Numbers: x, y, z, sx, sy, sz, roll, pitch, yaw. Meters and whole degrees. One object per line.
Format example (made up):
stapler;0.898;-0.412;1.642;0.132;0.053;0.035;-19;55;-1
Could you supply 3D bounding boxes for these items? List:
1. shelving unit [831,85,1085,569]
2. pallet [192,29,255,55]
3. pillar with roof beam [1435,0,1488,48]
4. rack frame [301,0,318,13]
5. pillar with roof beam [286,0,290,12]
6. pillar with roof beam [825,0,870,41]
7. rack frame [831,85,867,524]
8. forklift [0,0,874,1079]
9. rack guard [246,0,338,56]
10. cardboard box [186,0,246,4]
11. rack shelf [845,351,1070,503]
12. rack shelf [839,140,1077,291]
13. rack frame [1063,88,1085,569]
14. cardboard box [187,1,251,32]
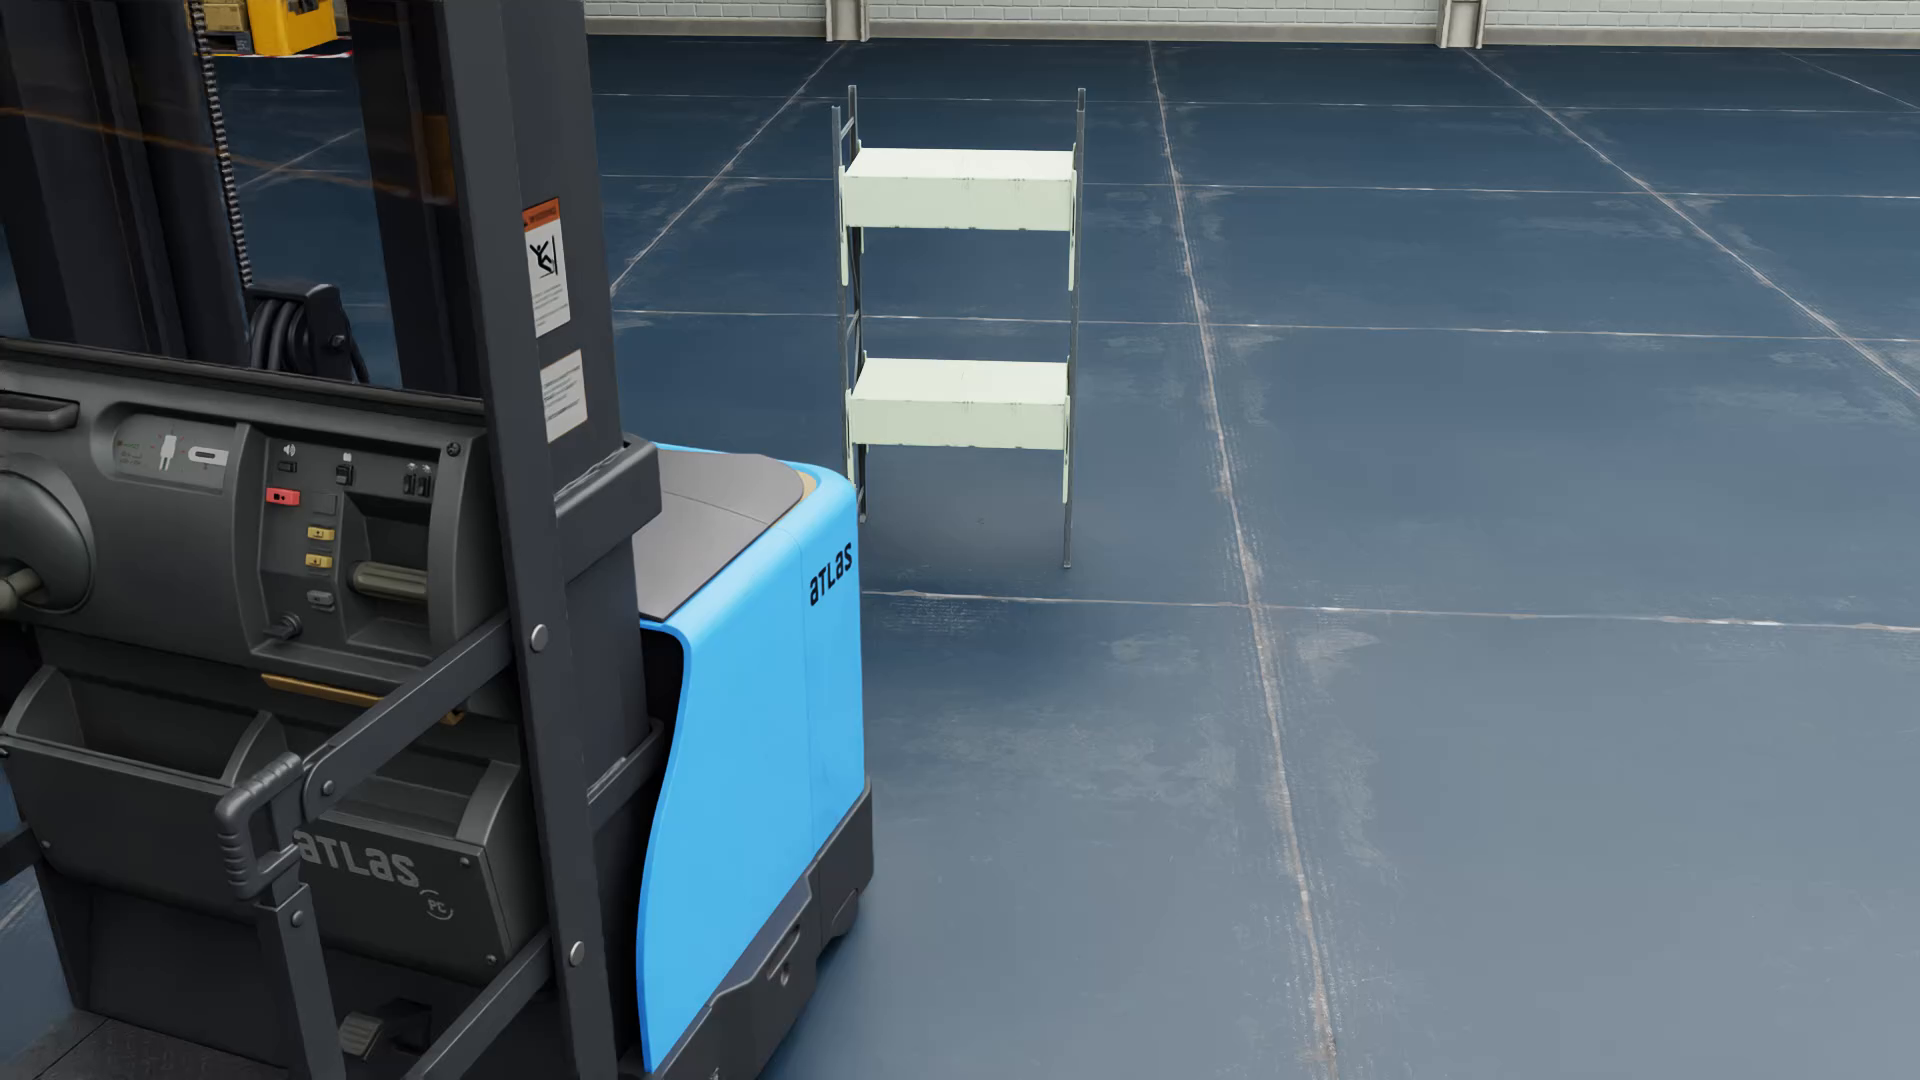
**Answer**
shelving unit;0.007;-0.681;5.436;0.755;1.500;0.431;2;25;4
pallet;-7.242;-4.915;16.179;1.213;0.211;1.003;2;25;4
pillar with roof beam;4.533;-7.120;10.458;0.400;9.000;9.100;2;25;4
rack frame;-6.477;-6.175;15.581;0.127;3.000;1.000;2;25;4
pillar with roof beam;-7.431;-7.504;11.293;0.400;9.000;9.100;2;25;4
pillar with roof beam;-1.449;-7.312;10.875;0.400;9.000;9.100;2;25;4
rack frame;-0.358;-0.693;5.461;0.023;1.500;0.400;2;25;4
forklift;-1.180;0.004;2.235;1.130;2.935;3.031;9;26;18
rack guard;-6.453;-5.039;16.102;0.348;0.500;1.175;2;25;4
cardboard box;-6.986;-5.229;15.714;0.500;0.250;0.500;2;25;3
rack shelf;0.007;-0.385;5.572;0.720;0.370;0.431;2;25;4
rack shelf;0.007;-1.036;5.273;0.720;0.370;0.431;2;25;4
rack frame;0.372;-0.669;5.411;0.023;1.500;0.400;2;25;4
cardboard box;-6.969;-5.000;15.815;0.500;0.250;0.500;2;25;4
